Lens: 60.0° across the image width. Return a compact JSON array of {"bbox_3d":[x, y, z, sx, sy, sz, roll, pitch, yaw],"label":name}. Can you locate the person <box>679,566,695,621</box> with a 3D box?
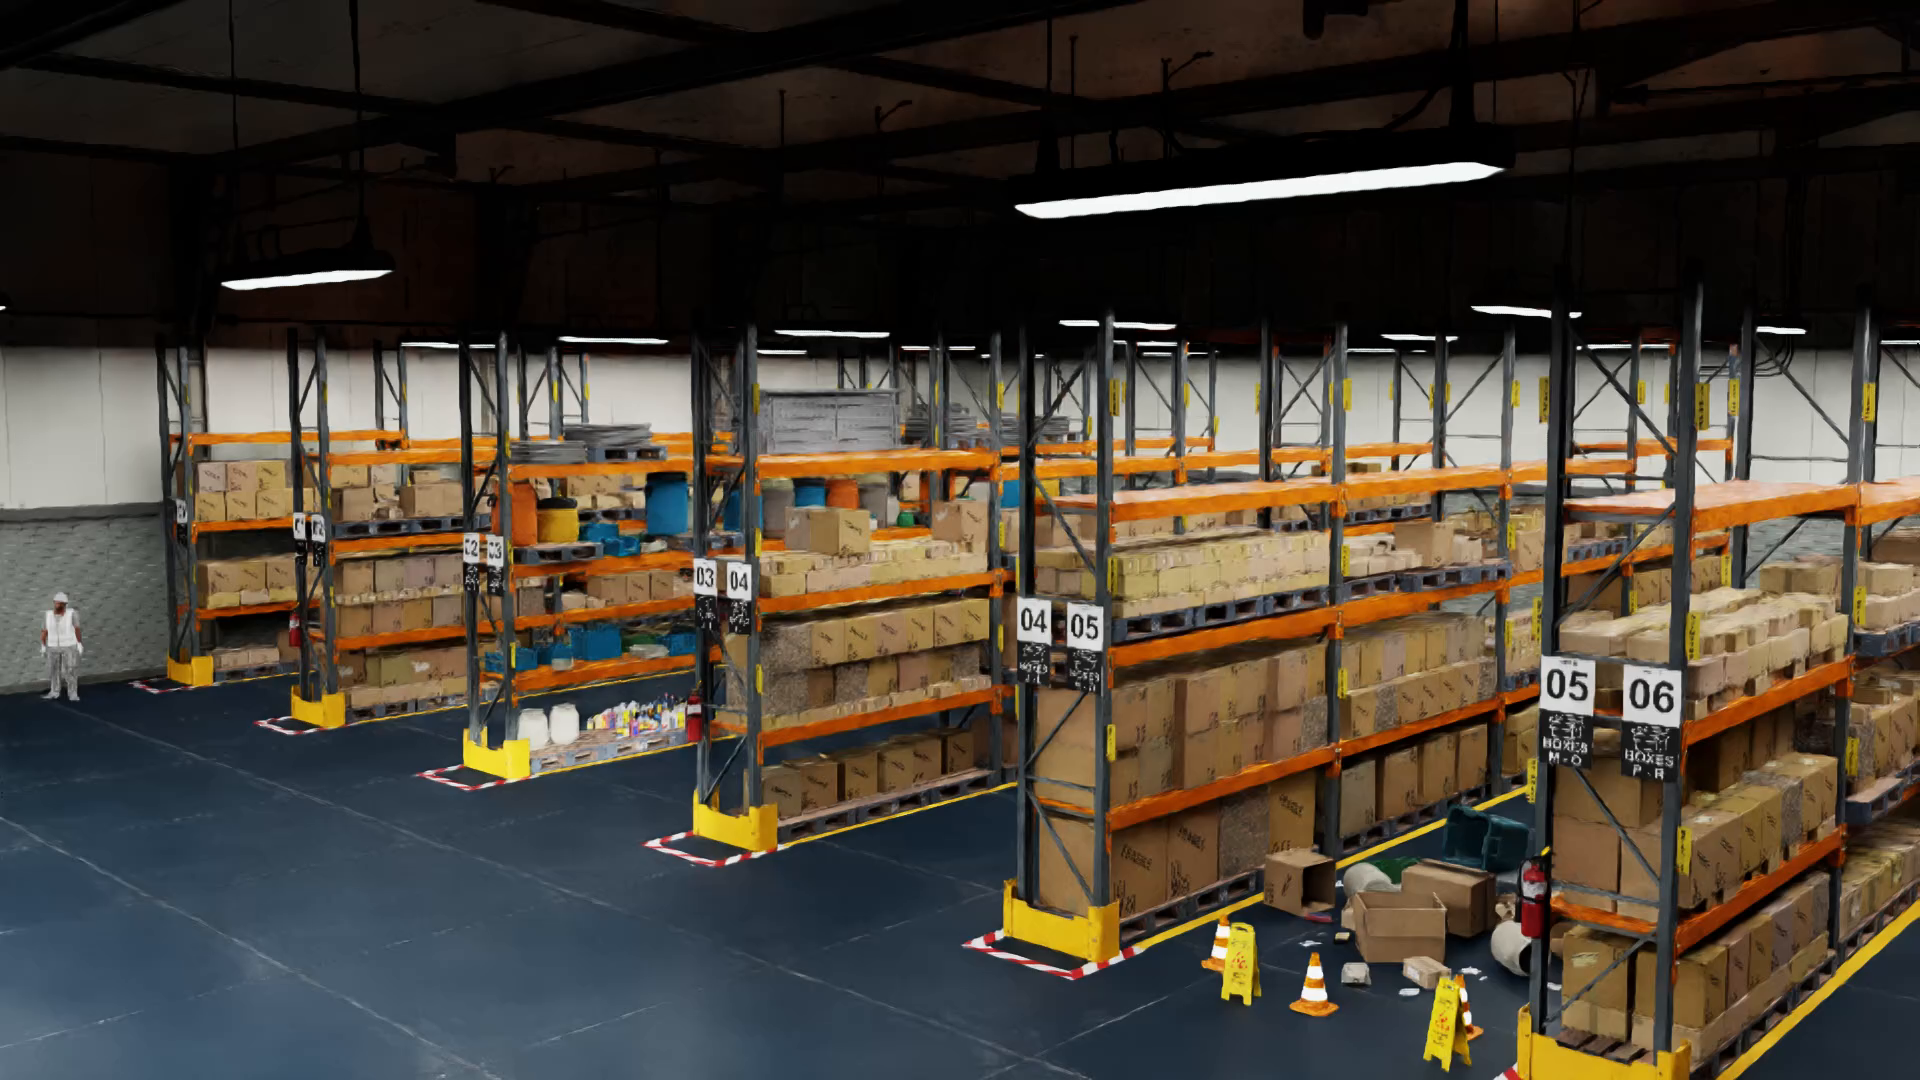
[{"bbox_3d":[-5.278,1.302,32.570,0.639,1.632,0.512,5,7,41],"label":"person"}]

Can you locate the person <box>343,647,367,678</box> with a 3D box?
[{"bbox_3d":[-10.096,1.705,27.720,0.729,1.733,0.546,5,7,41],"label":"person"}]

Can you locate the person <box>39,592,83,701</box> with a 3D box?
[{"bbox_3d":[-14.712,1.735,27.110,0.698,1.784,0.477,-1,5,-9],"label":"person"}]
